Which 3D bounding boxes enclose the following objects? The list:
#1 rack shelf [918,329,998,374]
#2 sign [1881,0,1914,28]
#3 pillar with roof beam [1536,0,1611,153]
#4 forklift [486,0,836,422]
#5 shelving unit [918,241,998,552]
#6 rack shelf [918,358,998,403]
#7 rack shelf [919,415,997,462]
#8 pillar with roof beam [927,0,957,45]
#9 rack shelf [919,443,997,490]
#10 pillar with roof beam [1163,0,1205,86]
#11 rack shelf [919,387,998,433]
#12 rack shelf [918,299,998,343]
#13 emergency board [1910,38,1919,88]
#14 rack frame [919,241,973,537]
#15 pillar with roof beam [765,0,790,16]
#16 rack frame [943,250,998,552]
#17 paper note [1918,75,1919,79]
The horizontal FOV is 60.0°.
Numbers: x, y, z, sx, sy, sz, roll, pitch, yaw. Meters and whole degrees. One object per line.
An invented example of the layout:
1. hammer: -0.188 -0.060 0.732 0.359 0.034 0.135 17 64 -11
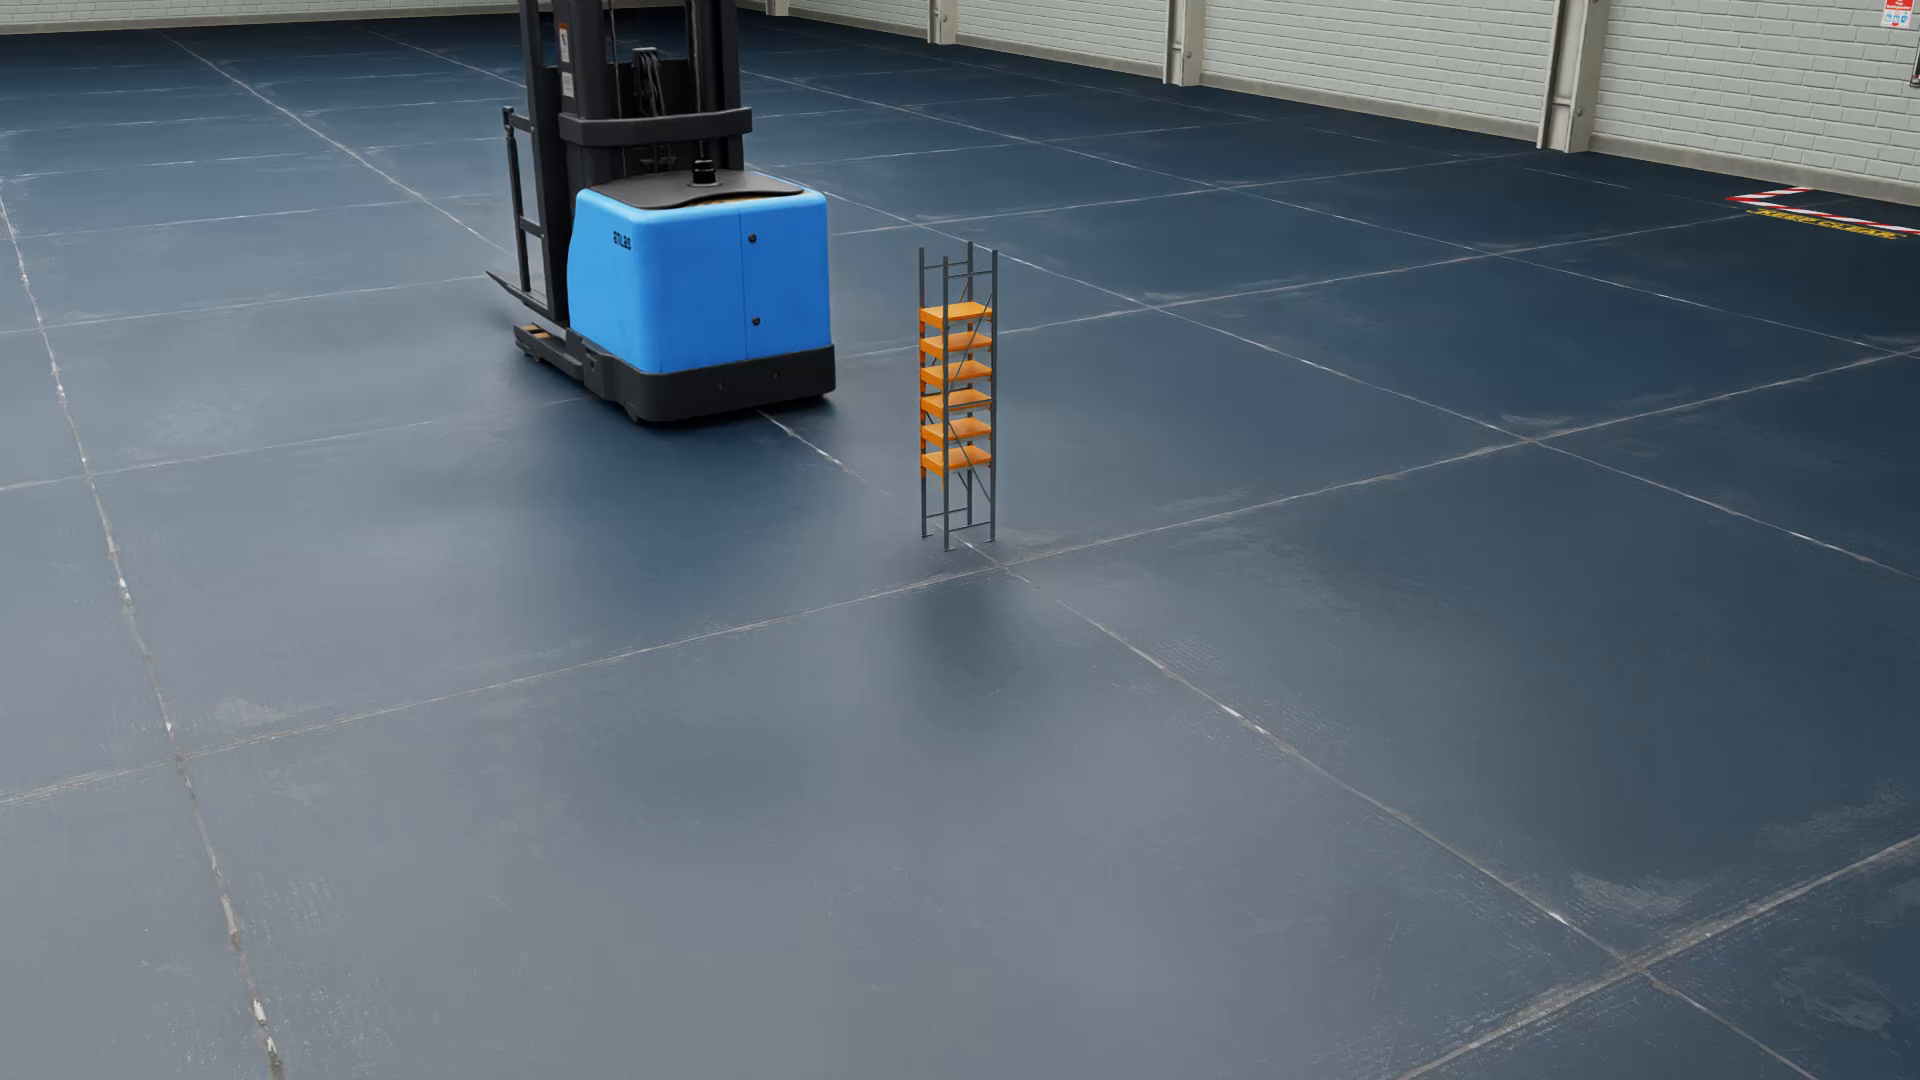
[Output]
1. rack shelf: -0.007 -0.742 6.523 0.258 0.103 0.180 -13 25 -28
2. sign: 7.500 -4.269 13.283 0.001 0.329 0.234 -13 25 -28
3. pillar with roof beam: 2.157 -7.139 12.426 9.100 9.000 0.400 -13 25 -28
4. forklift: -1.858 -2.429 8.895 1.130 2.935 3.031 -14 26 -30
5. shelving unit: -0.007 -0.561 6.597 0.258 1.200 0.189 -13 25 -28
6. rack shelf: -0.007 -0.631 6.569 0.258 0.103 0.180 -13 25 -28
7. rack shelf: -0.007 -0.408 6.659 0.258 0.103 0.180 -13 25 -28
8. pillar with roof beam: -3.972 -11.024 21.983 9.100 9.000 0.400 -13 25 -28
9. rack shelf: -0.007 -0.297 6.704 0.258 0.103 0.180 -13 25 -28
10. pillar with roof beam: -0.907 -9.082 17.204 9.100 9.000 0.400 -13 25 -28
11. rack shelf: -0.007 -0.519 6.614 0.258 0.103 0.180 -13 25 -28
12. rack shelf: -0.007 -0.853 6.478 0.258 0.103 0.180 -13 25 -28
13. emergency board: 7.705 -4.060 12.816 0.157 1.169 0.626 -13 25 -28
14. rack frame: -0.054 -0.590 6.670 0.240 1.200 0.006 -13 25 -28
15. pillar with roof beam: -7.037 -12.966 26.761 9.100 9.000 0.400 -13 25 -28
16. rack frame: 0.039 -0.531 6.524 0.240 1.200 0.006 -13 25 -28
17. paper note: 7.663 -3.716 13.140 0.016 0.148 0.142 -13 25 -28
